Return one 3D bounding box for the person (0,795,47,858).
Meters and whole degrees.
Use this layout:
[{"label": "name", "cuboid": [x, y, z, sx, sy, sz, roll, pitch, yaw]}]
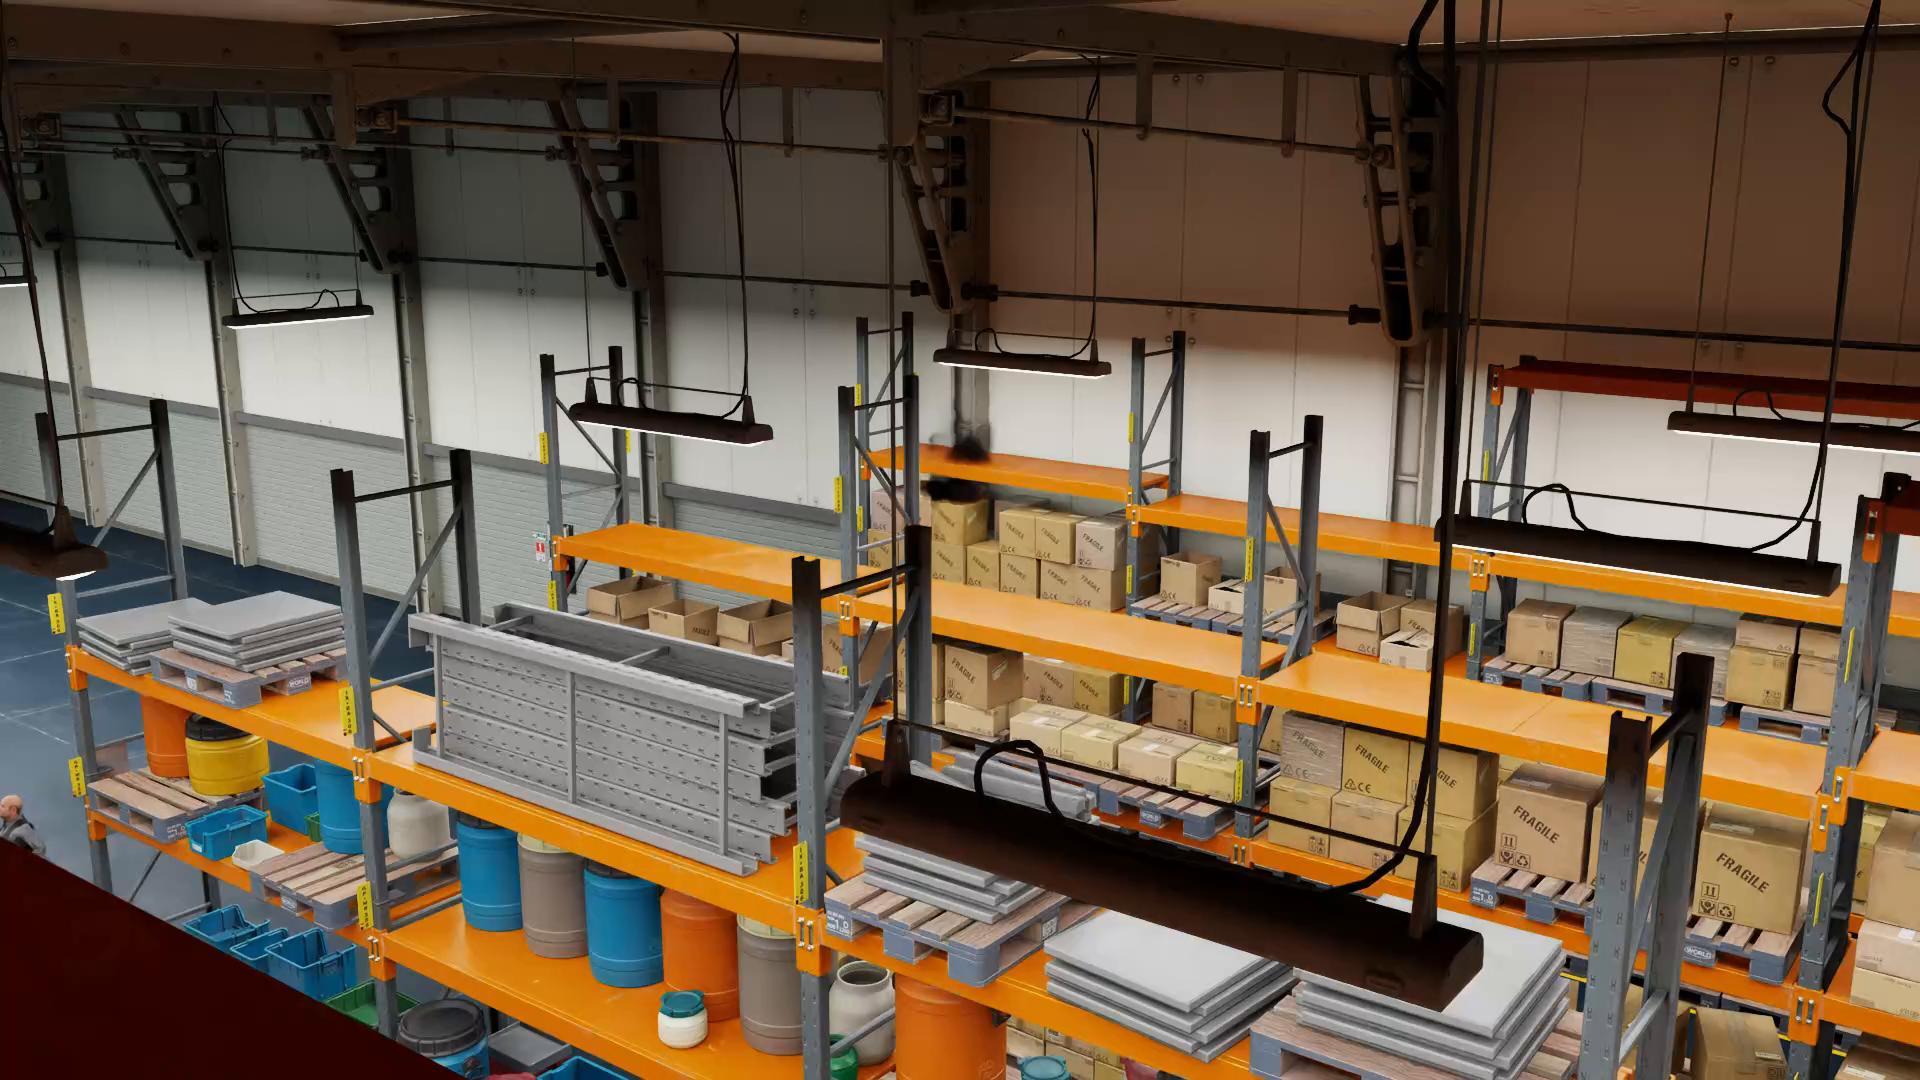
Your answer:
[{"label": "person", "cuboid": [-9.479, 3.385, 16.854, 0.859, 1.699, 0.673, -10, 16, -36]}]
